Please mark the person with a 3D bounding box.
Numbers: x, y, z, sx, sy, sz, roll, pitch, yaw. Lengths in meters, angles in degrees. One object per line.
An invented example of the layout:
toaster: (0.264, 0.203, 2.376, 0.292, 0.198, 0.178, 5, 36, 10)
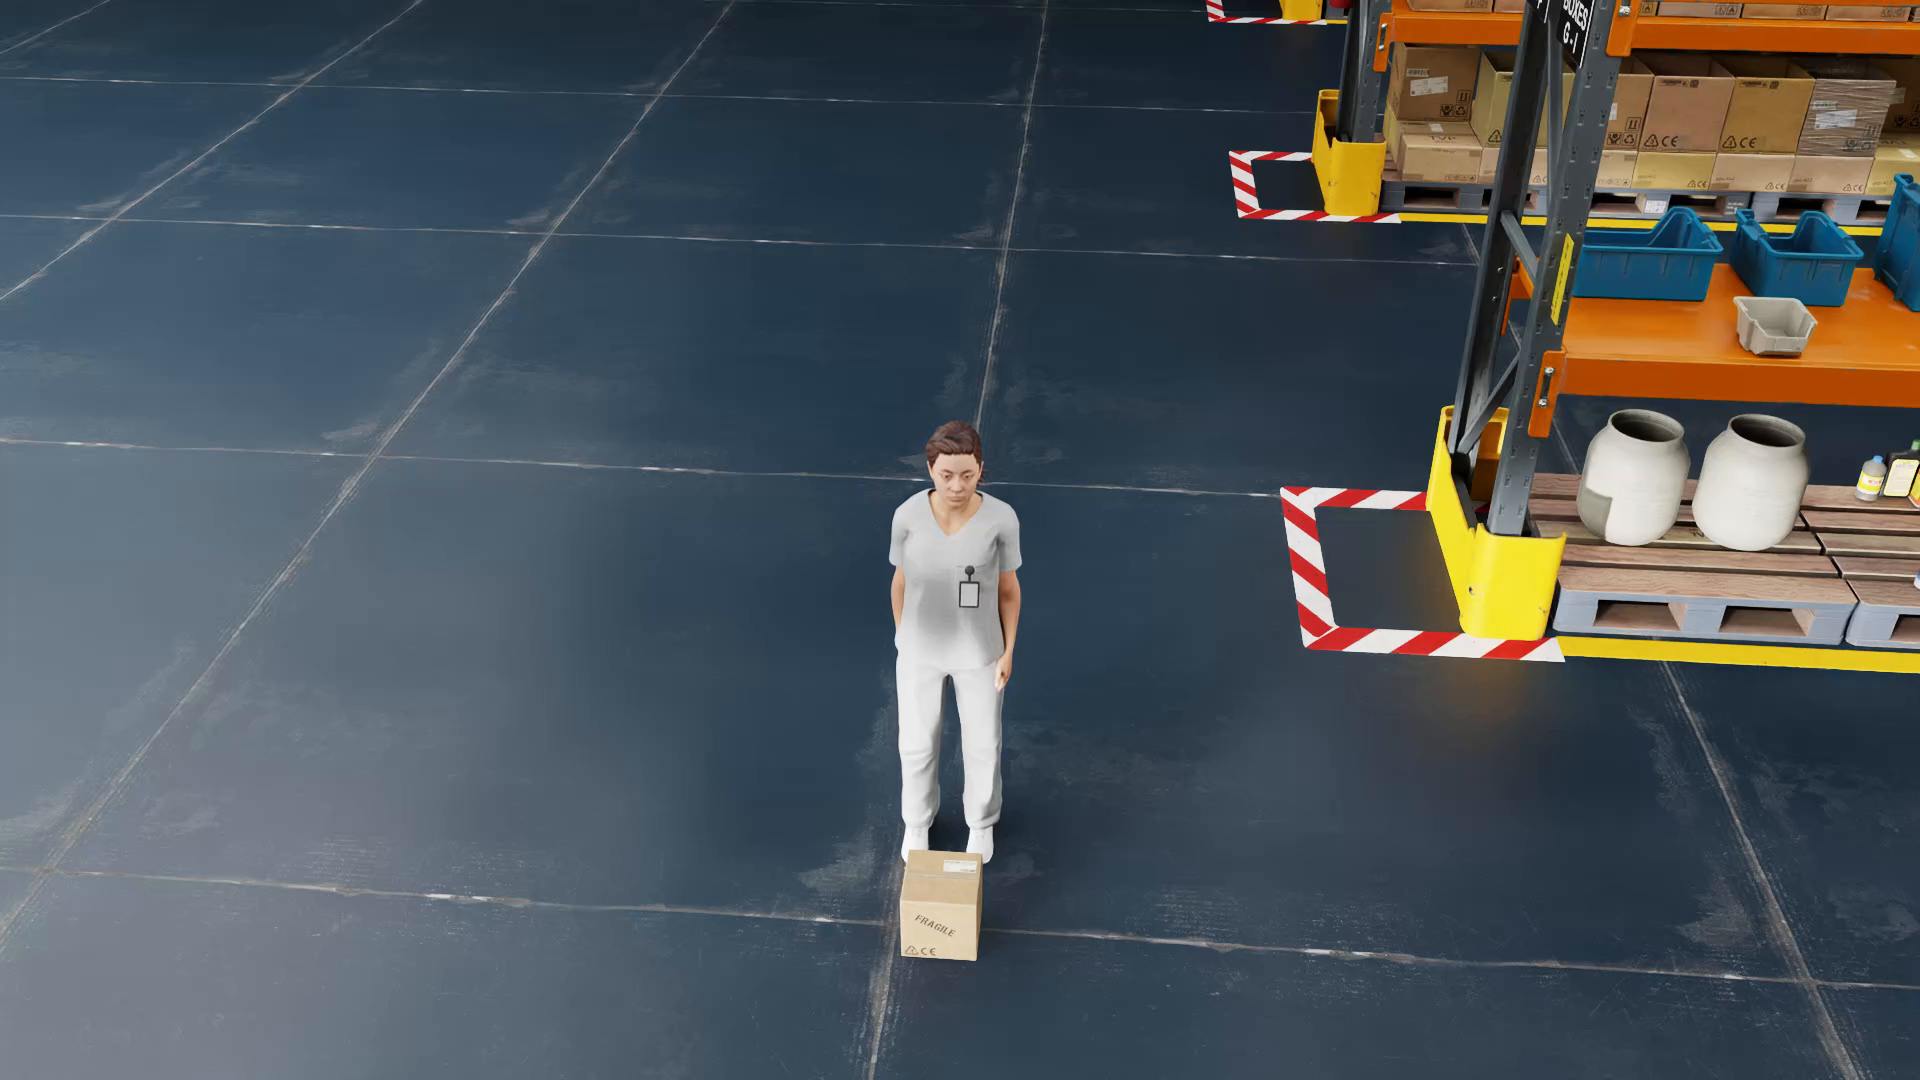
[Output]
person: (-0.018, 0.366, 5.568, 0.435, 1.673, 0.369, 3, 32, 5)
